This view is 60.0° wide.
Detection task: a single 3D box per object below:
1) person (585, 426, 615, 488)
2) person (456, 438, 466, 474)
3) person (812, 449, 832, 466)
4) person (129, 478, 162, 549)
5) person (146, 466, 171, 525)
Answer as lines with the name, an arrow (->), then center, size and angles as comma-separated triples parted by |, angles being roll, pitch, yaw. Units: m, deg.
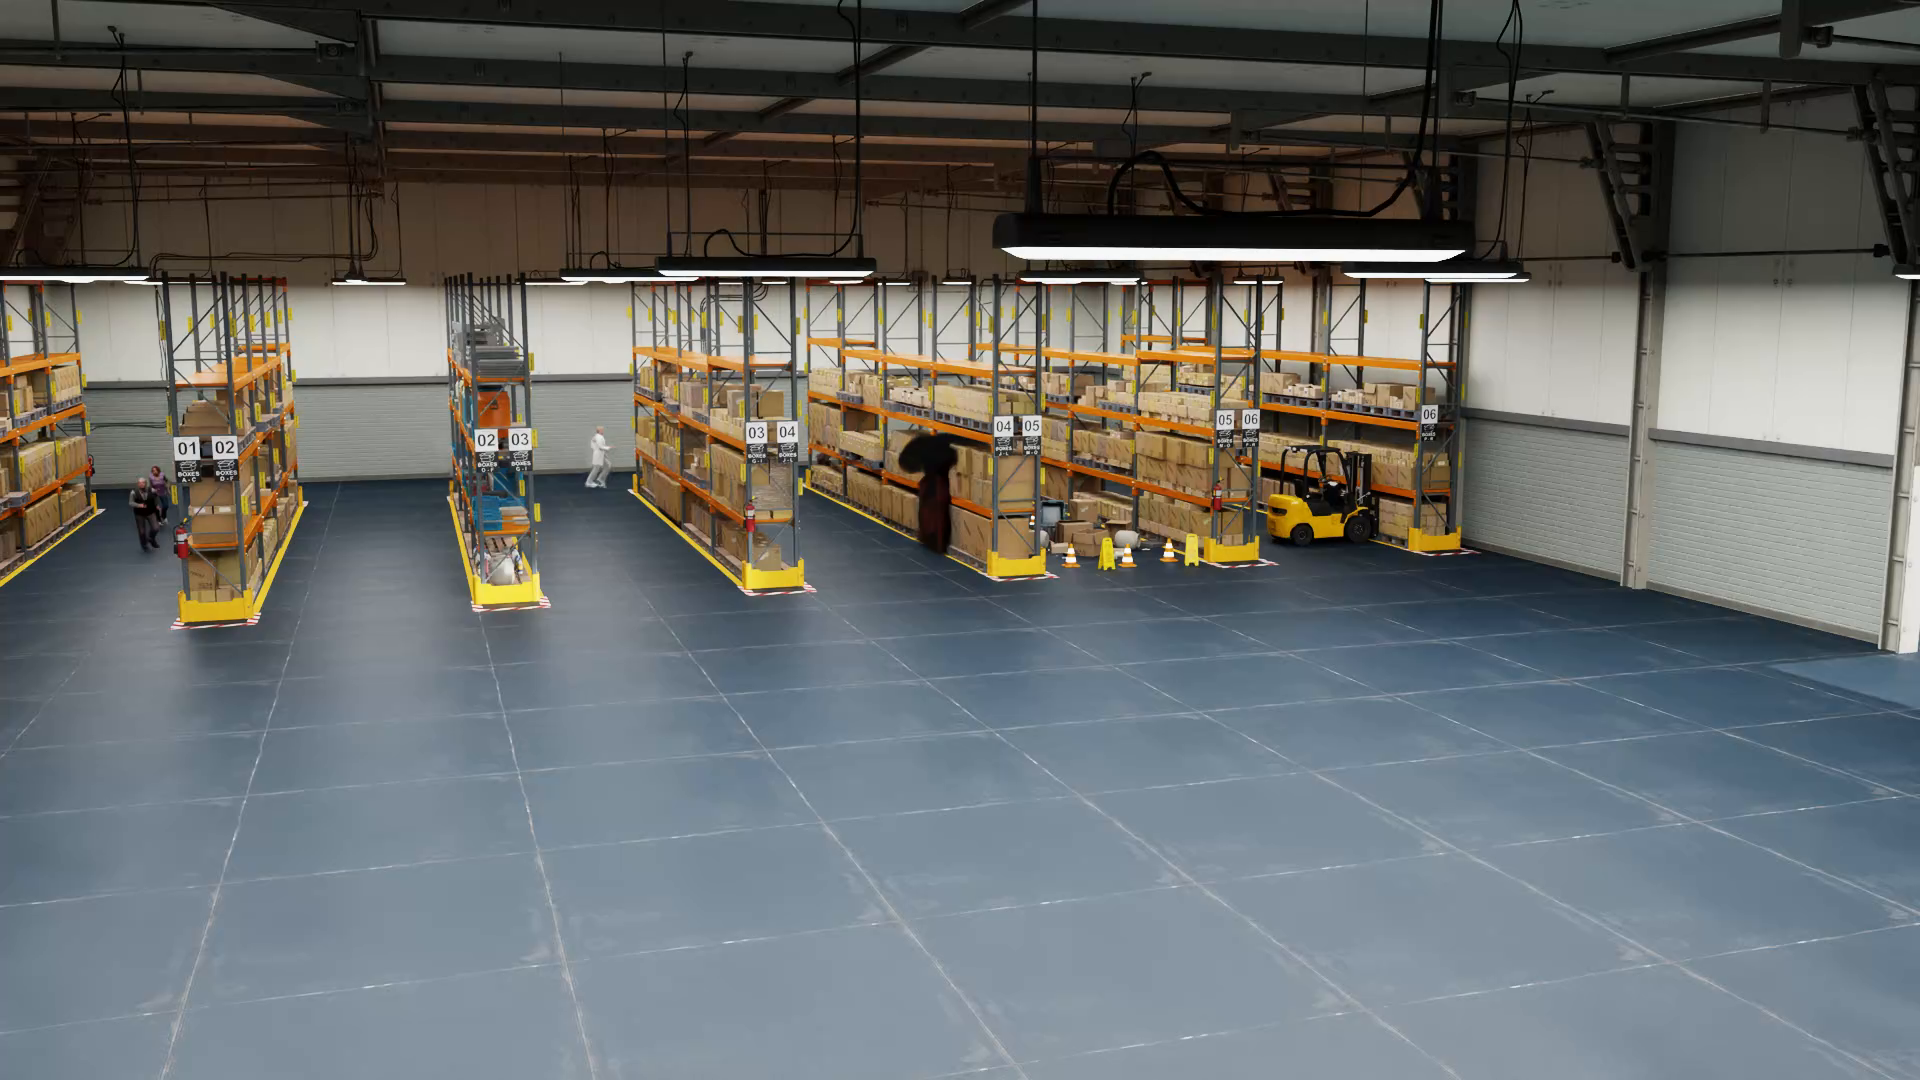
person -> -10.392, -2.384, 48.000 | 0.882, 1.810, 0.682 | -1, 9, -7
person -> -14.500, -2.501, 49.132 | 0.960, 1.691, 0.650 | 2, 9, 11
person -> -3.992, -2.602, 49.571 | 0.929, 1.779, 0.701 | -3, 9, -21
person -> -17.840, -0.570, 36.431 | 0.664, 1.615, 0.897 | -6, 10, -33
person -> -19.334, -1.068, 40.136 | 0.545, 1.494, 0.838 | -5, 10, -29
